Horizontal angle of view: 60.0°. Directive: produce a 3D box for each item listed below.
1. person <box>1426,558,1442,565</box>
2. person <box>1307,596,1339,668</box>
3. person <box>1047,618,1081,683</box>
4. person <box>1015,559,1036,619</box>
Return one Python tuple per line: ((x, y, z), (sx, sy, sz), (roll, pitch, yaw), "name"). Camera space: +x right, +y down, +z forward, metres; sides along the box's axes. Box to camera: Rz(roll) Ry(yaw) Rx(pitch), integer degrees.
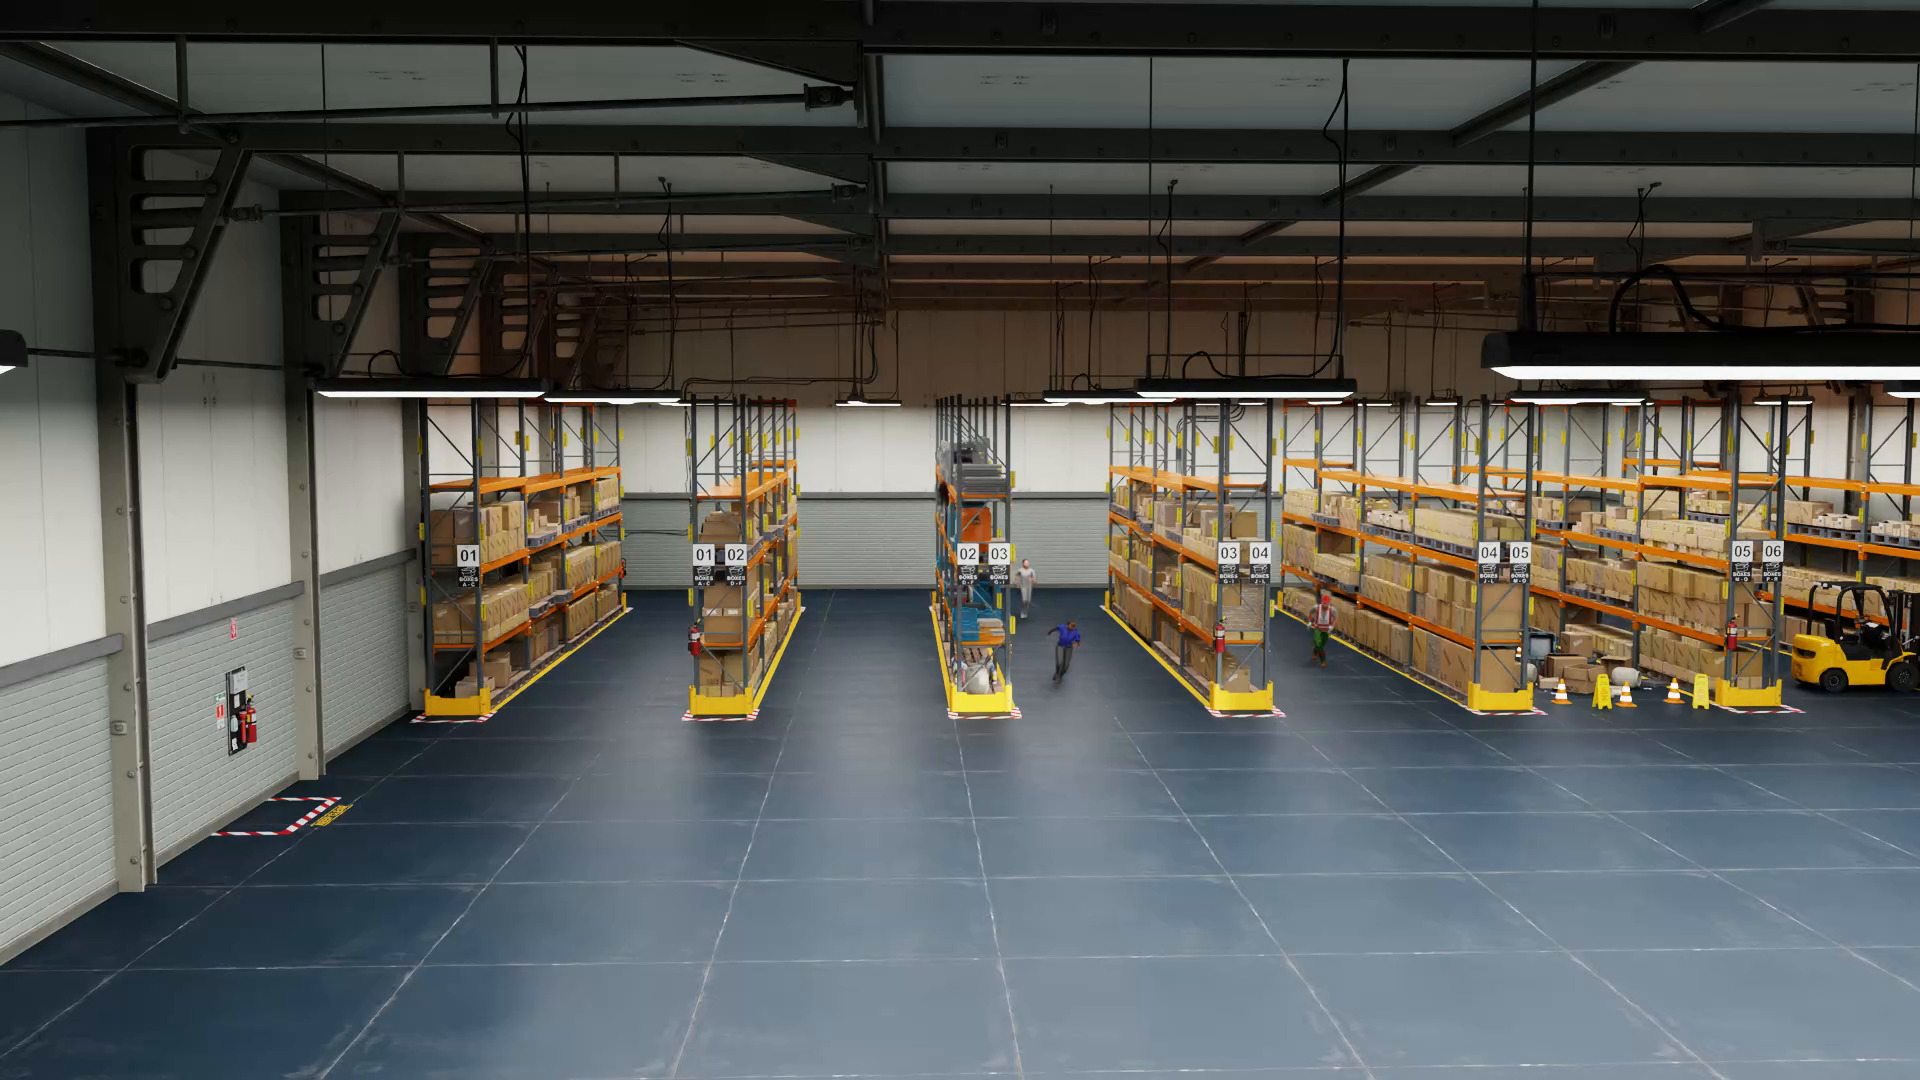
((14.175, 0.955, 49.414), (0.856, 1.826, 0.680), (-1, 5, -12), "person")
((8.065, 2.002, 37.088), (0.676, 1.626, 1.131), (0, 5, 3), "person")
((2.183, 2.296, 34.487), (0.598, 1.412, 0.972), (-1, 5, -8), "person")
((1.794, 1.327, 45.244), (0.544, 1.647, 0.662), (-1, 5, -10), "person")
